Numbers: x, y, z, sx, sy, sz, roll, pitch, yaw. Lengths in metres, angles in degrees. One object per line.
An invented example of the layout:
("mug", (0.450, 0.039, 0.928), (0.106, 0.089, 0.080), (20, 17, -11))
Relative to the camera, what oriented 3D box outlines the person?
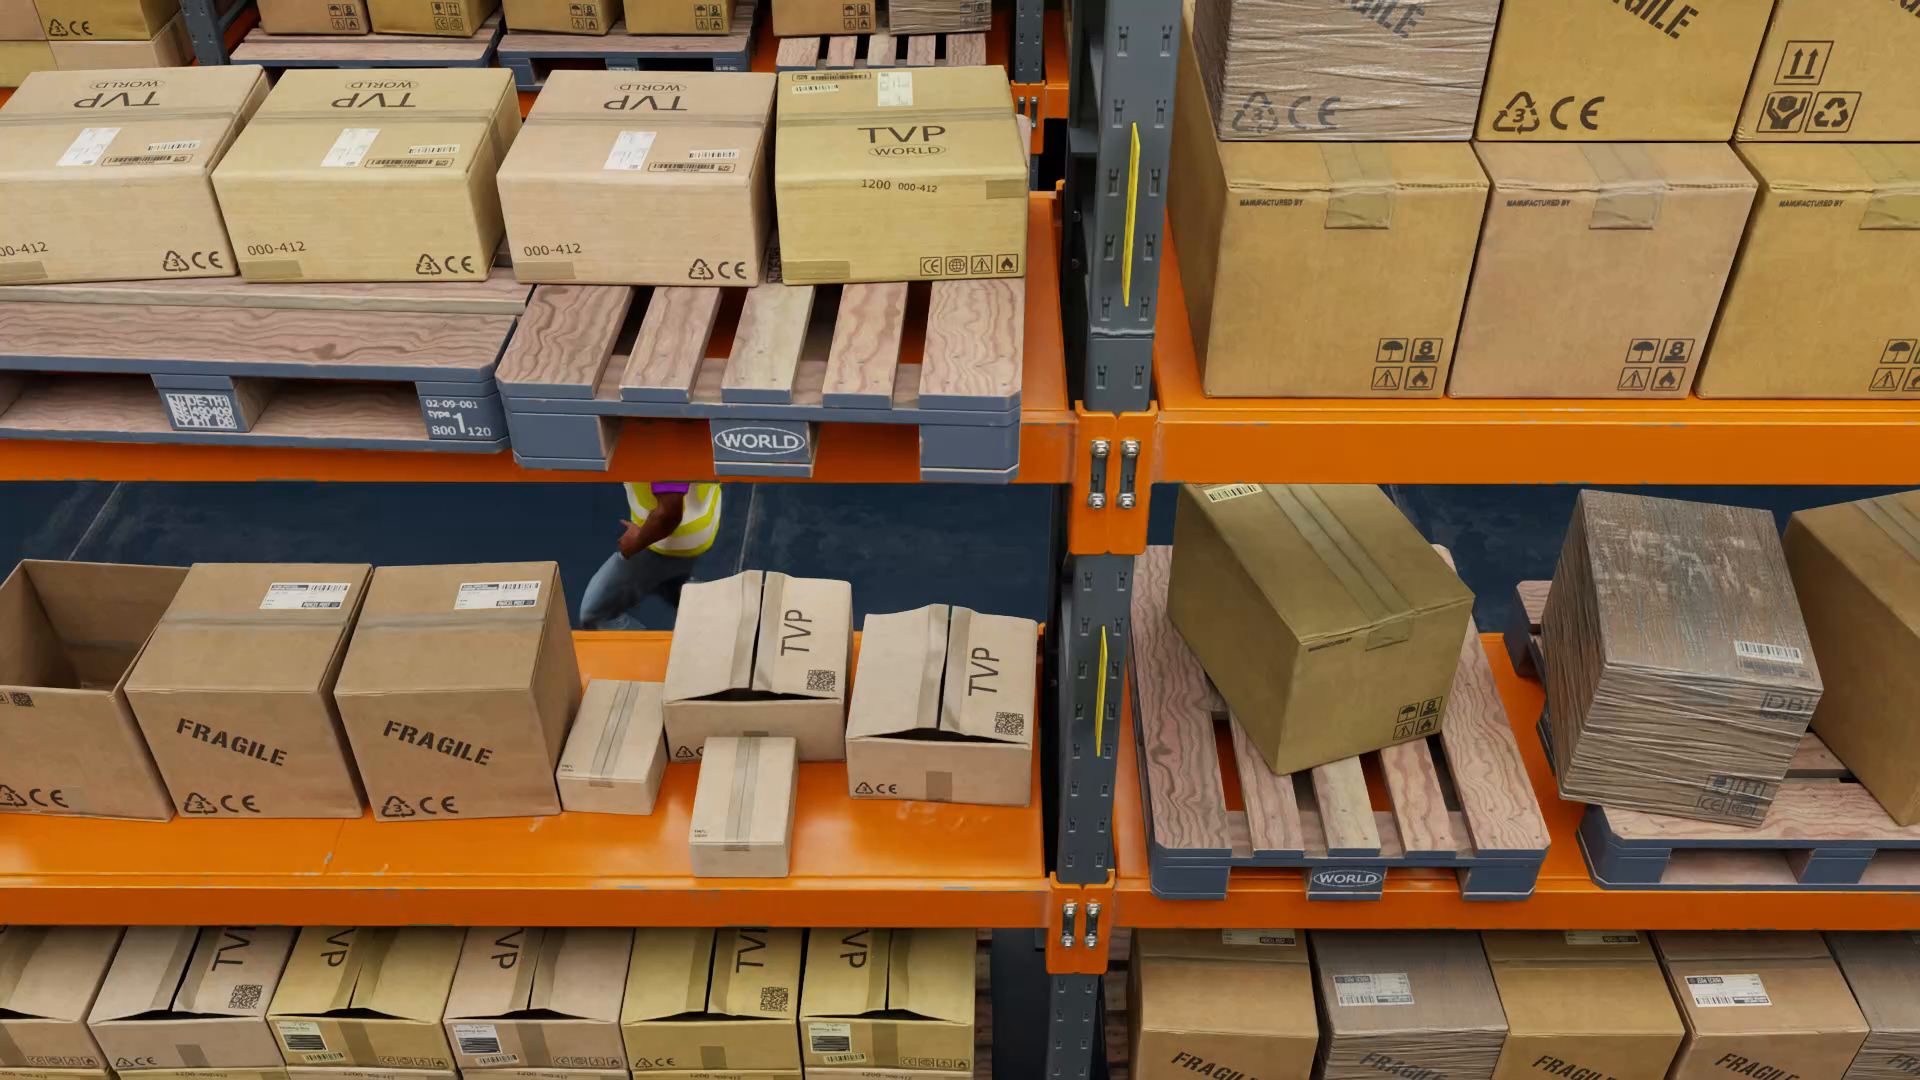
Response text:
("person", (-1.147, -0.064, 6.240), (0.548, 1.725, 0.823), (2, 39, 2))
